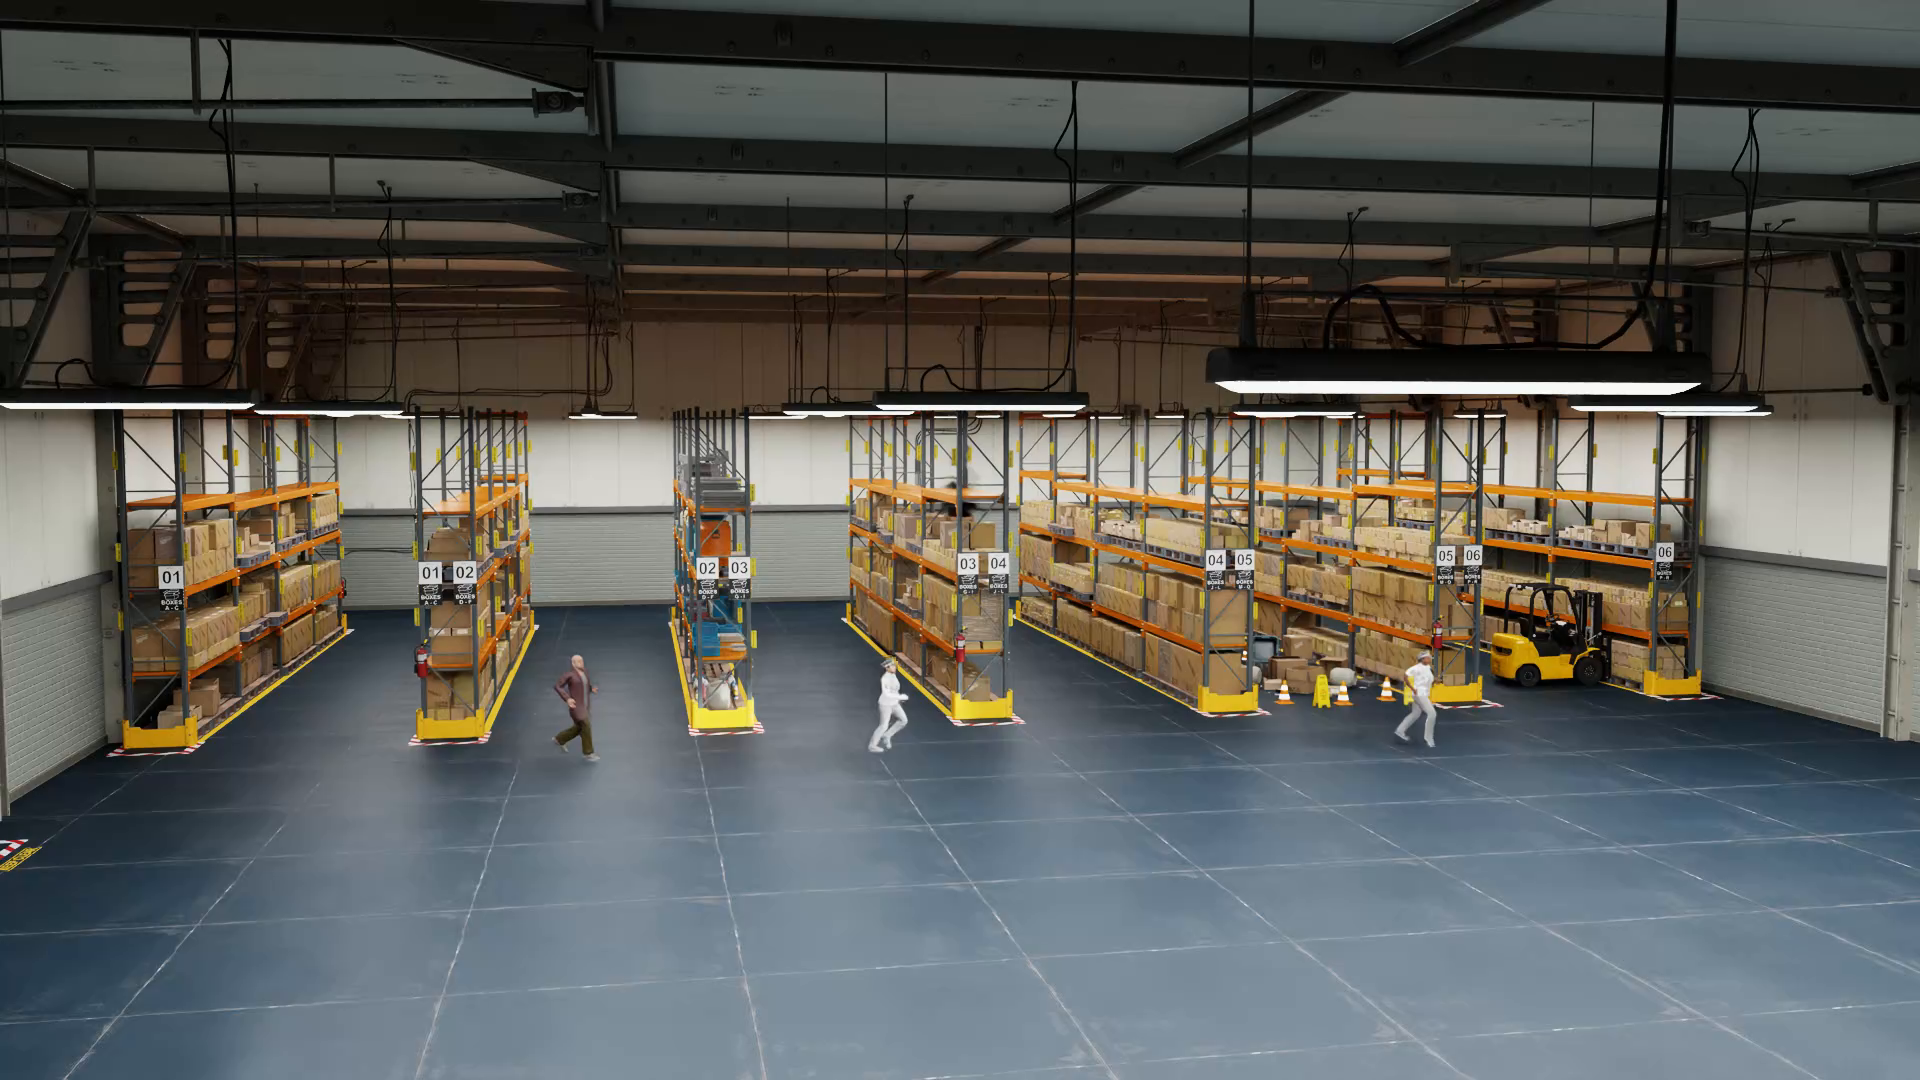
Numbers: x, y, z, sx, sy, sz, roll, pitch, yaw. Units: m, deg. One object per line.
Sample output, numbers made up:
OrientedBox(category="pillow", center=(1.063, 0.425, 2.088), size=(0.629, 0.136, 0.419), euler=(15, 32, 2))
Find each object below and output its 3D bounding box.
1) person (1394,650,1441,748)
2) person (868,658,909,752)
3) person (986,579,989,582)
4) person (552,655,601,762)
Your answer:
OrientedBox(category="person", center=(8.123, 2.798, 29.518), size=(0.811, 1.751, 0.551), euler=(3, 5, 32))
OrientedBox(category="person", center=(-1.202, 2.836, 28.719), size=(0.762, 1.648, 0.634), euler=(2, 4, 23))
OrientedBox(category="person", center=(0.997, 1.604, 45.432), size=(0.682, 1.732, 0.800), euler=(0, 4, -2))
OrientedBox(category="person", center=(-6.492, 2.832, 28.190), size=(0.973, 1.792, 0.693), euler=(2, 4, 20))
